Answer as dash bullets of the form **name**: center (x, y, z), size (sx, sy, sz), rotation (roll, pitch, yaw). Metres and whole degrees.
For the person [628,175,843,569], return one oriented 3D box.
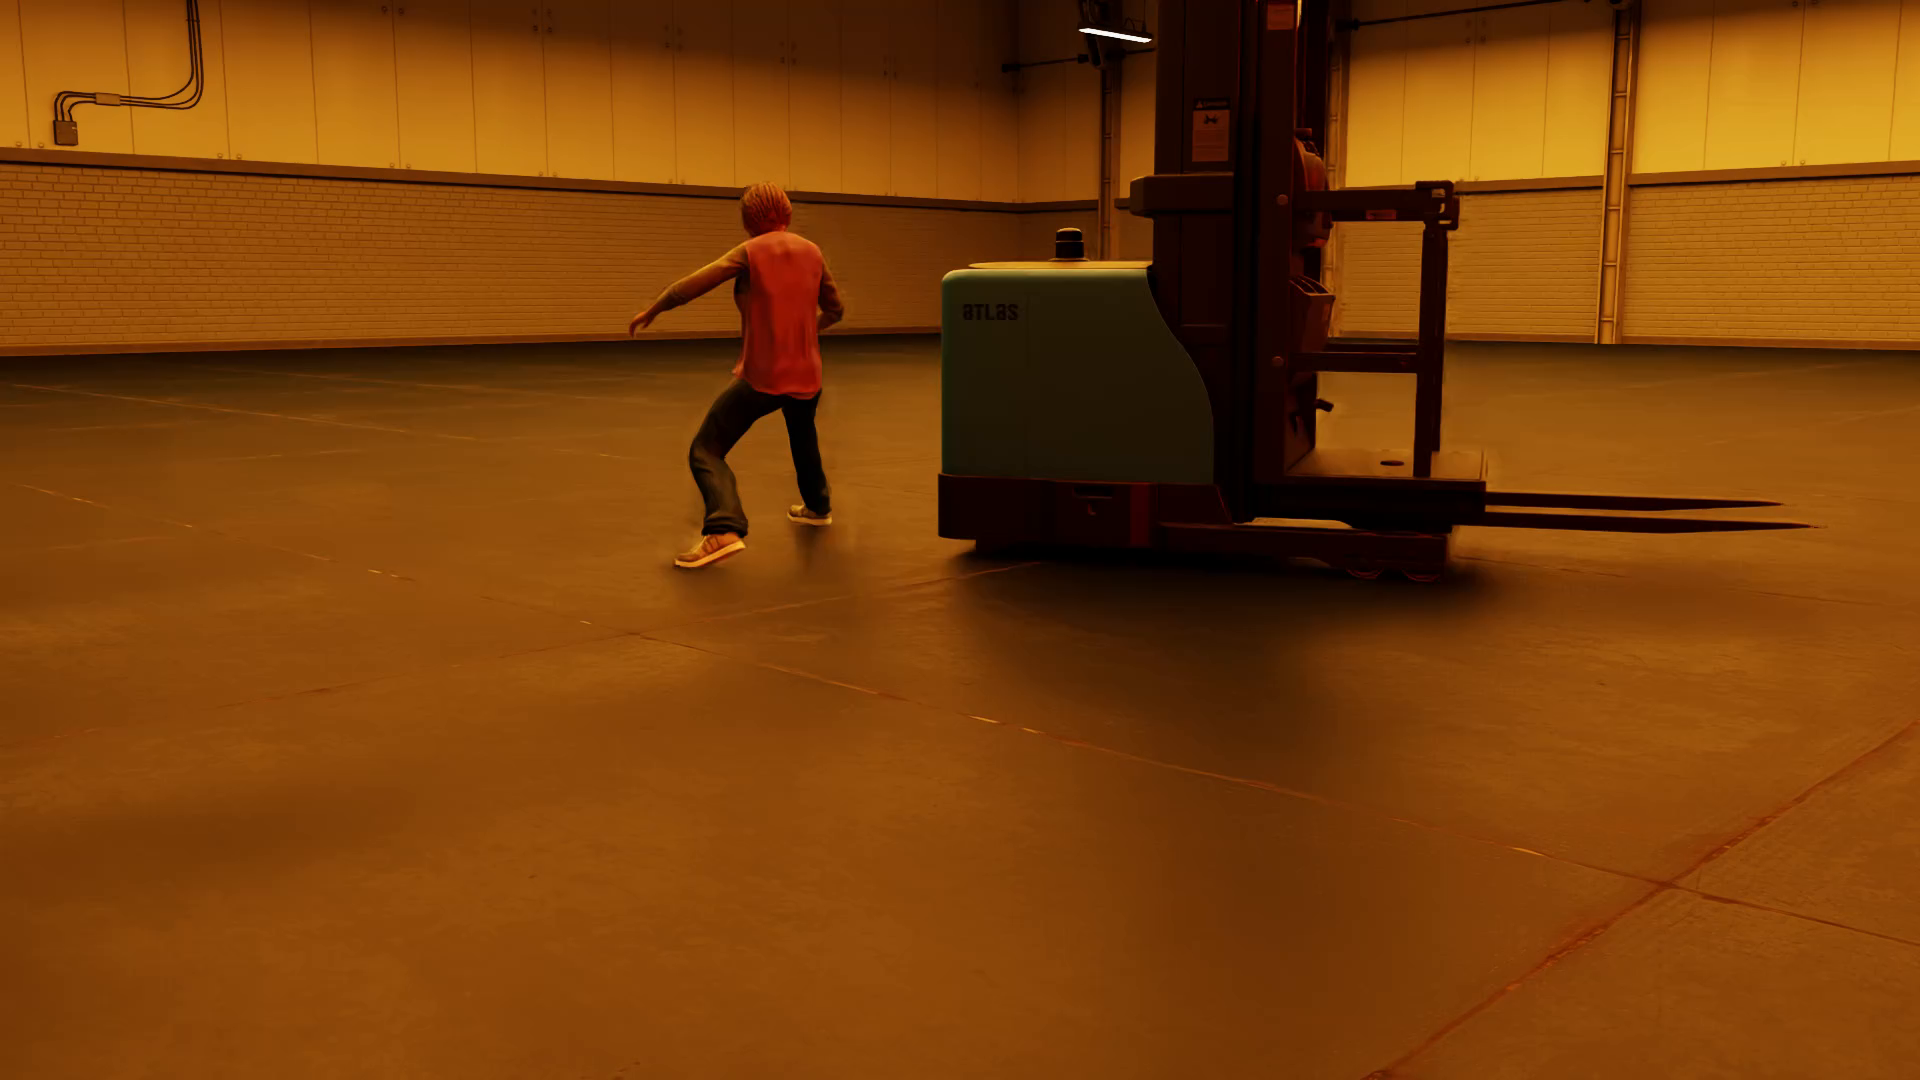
- **person**: center (-0.785, -0.653, 6.381), size (0.875, 1.461, 0.822), rotation (-6, 10, -34)

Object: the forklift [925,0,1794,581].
- **forklift**: center (1.443, -1.394, 6.134), size (3.031, 2.935, 1.130), rotation (3, 9, 17)
